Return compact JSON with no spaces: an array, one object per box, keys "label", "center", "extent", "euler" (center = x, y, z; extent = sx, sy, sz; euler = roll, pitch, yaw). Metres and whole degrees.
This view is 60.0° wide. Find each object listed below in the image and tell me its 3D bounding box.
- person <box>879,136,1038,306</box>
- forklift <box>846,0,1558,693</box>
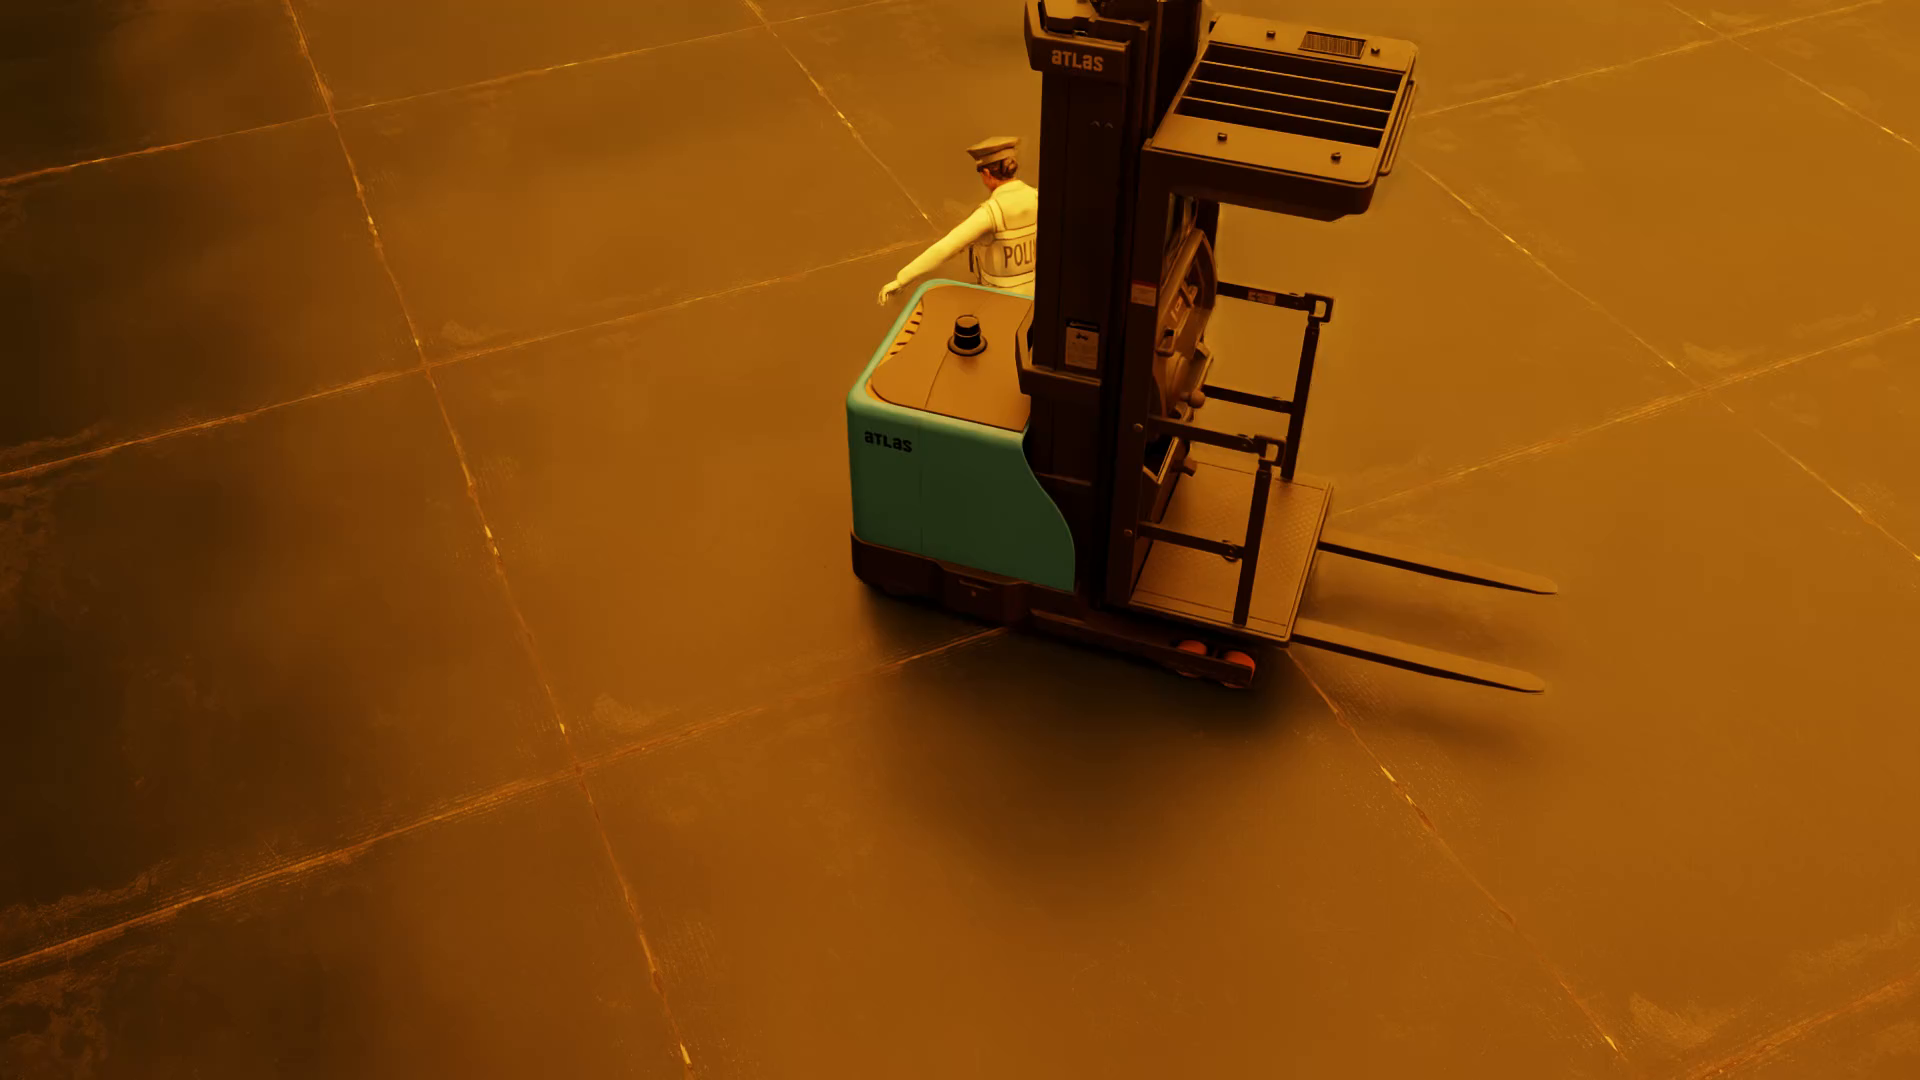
[{"label":"person","center":[0.107,-1.232,8.031],"extent":[1.109,1.485,0.775],"euler":[-22,47,-22]},{"label":"forklift","center":[1.082,-0.845,6.585],"extent":[3.031,2.935,1.130],"euler":[14,45,14]}]
